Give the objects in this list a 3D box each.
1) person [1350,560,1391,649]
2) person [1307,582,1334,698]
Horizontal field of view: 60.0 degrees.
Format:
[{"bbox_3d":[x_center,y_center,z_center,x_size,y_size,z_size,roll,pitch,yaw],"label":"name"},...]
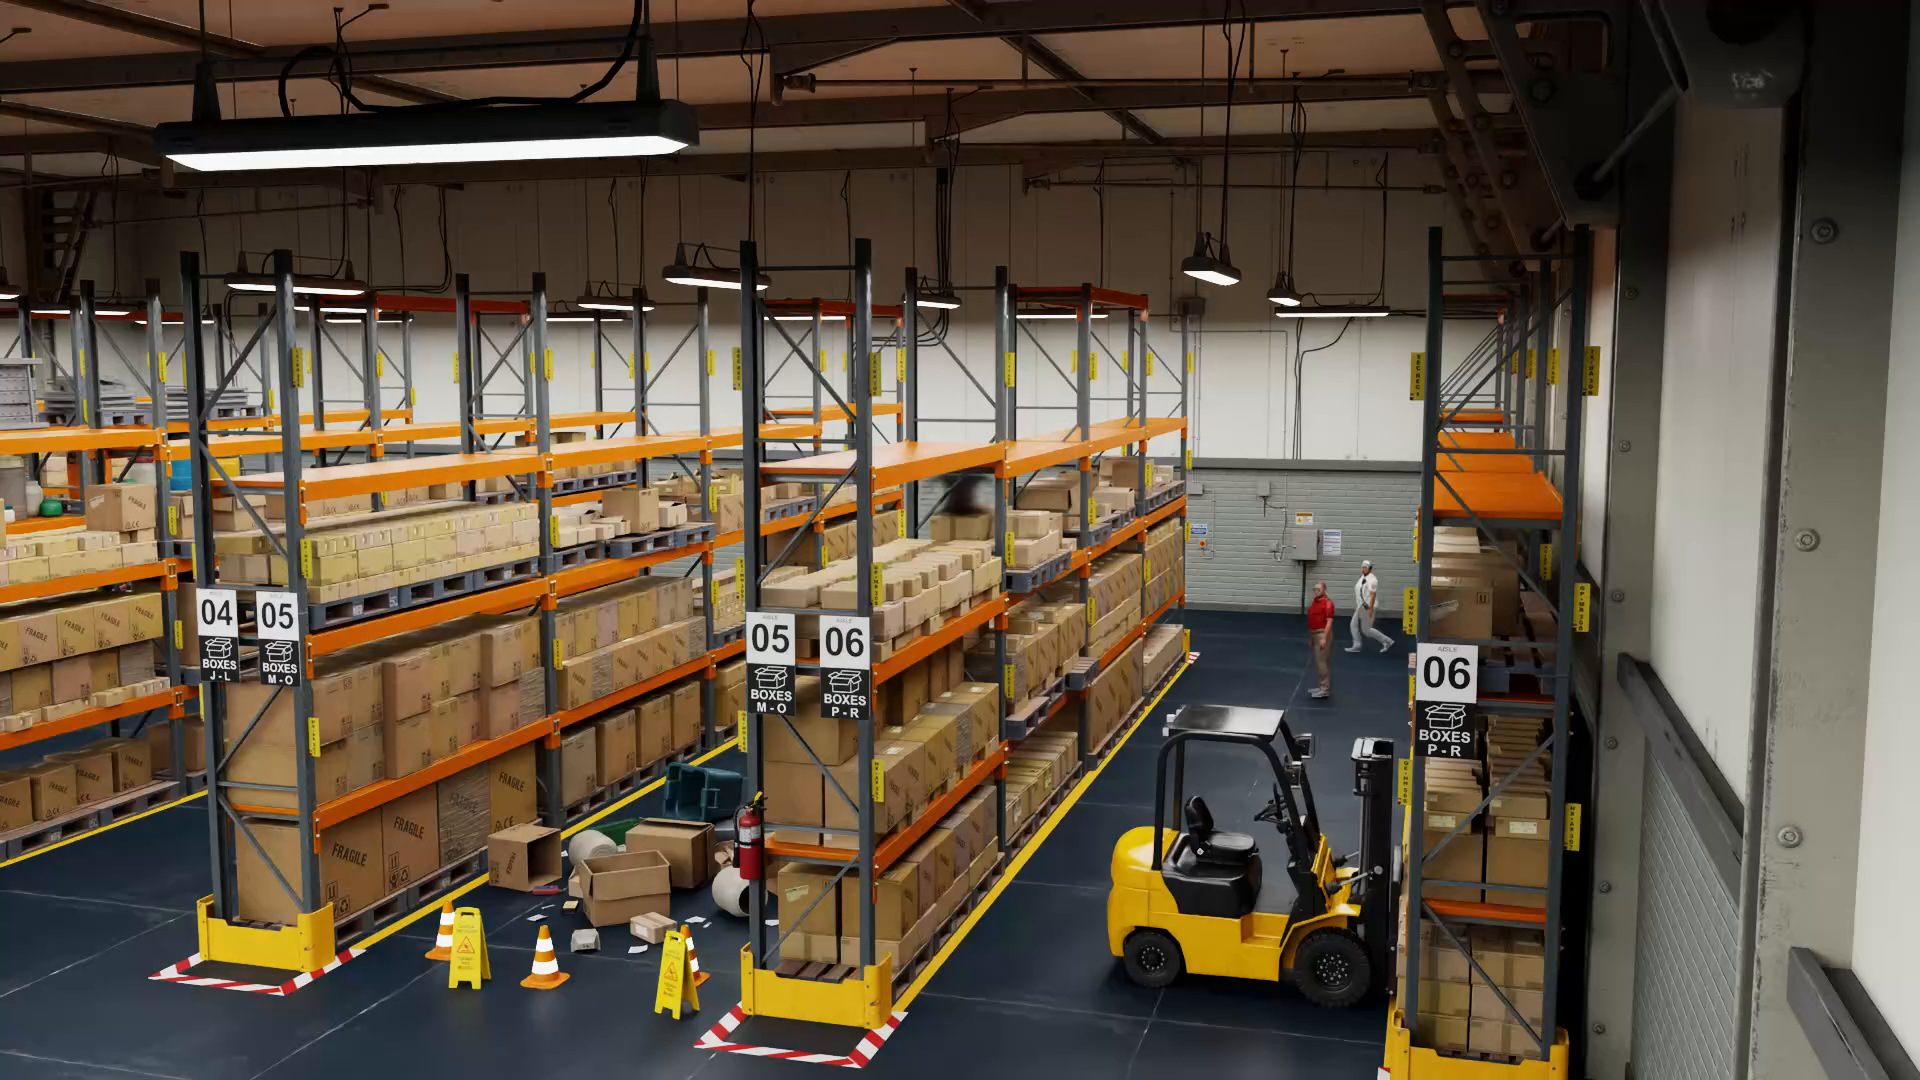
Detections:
[{"bbox_3d":[7.063,1.120,28.548,0.684,1.556,0.521,2,7,13],"label":"person"},{"bbox_3d":[5.433,1.495,25.116,0.366,1.728,0.556,0,6,-4],"label":"person"}]
